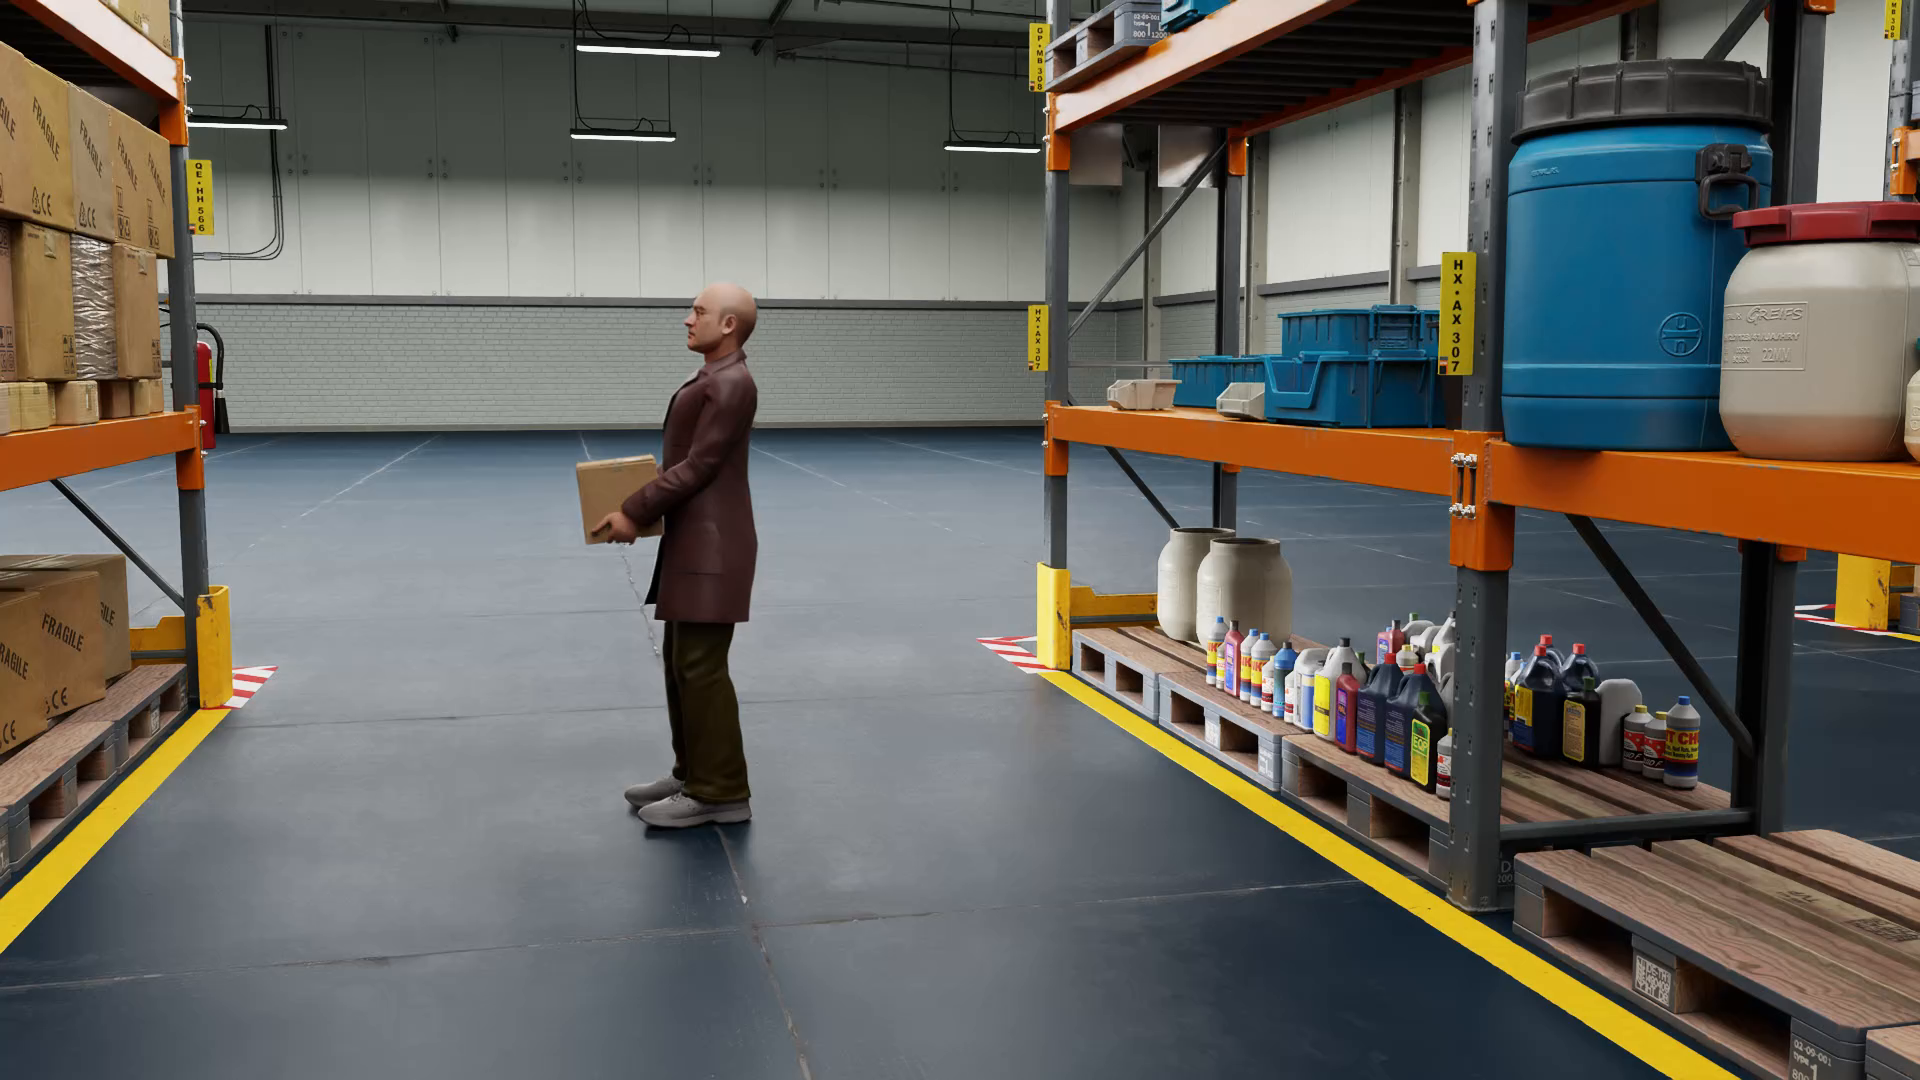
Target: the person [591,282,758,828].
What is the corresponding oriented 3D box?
[{"bbox_3d":[-0.934,0.042,5.491,0.553,1.771,0.527,-1,6,-13],"label":"person"}]
